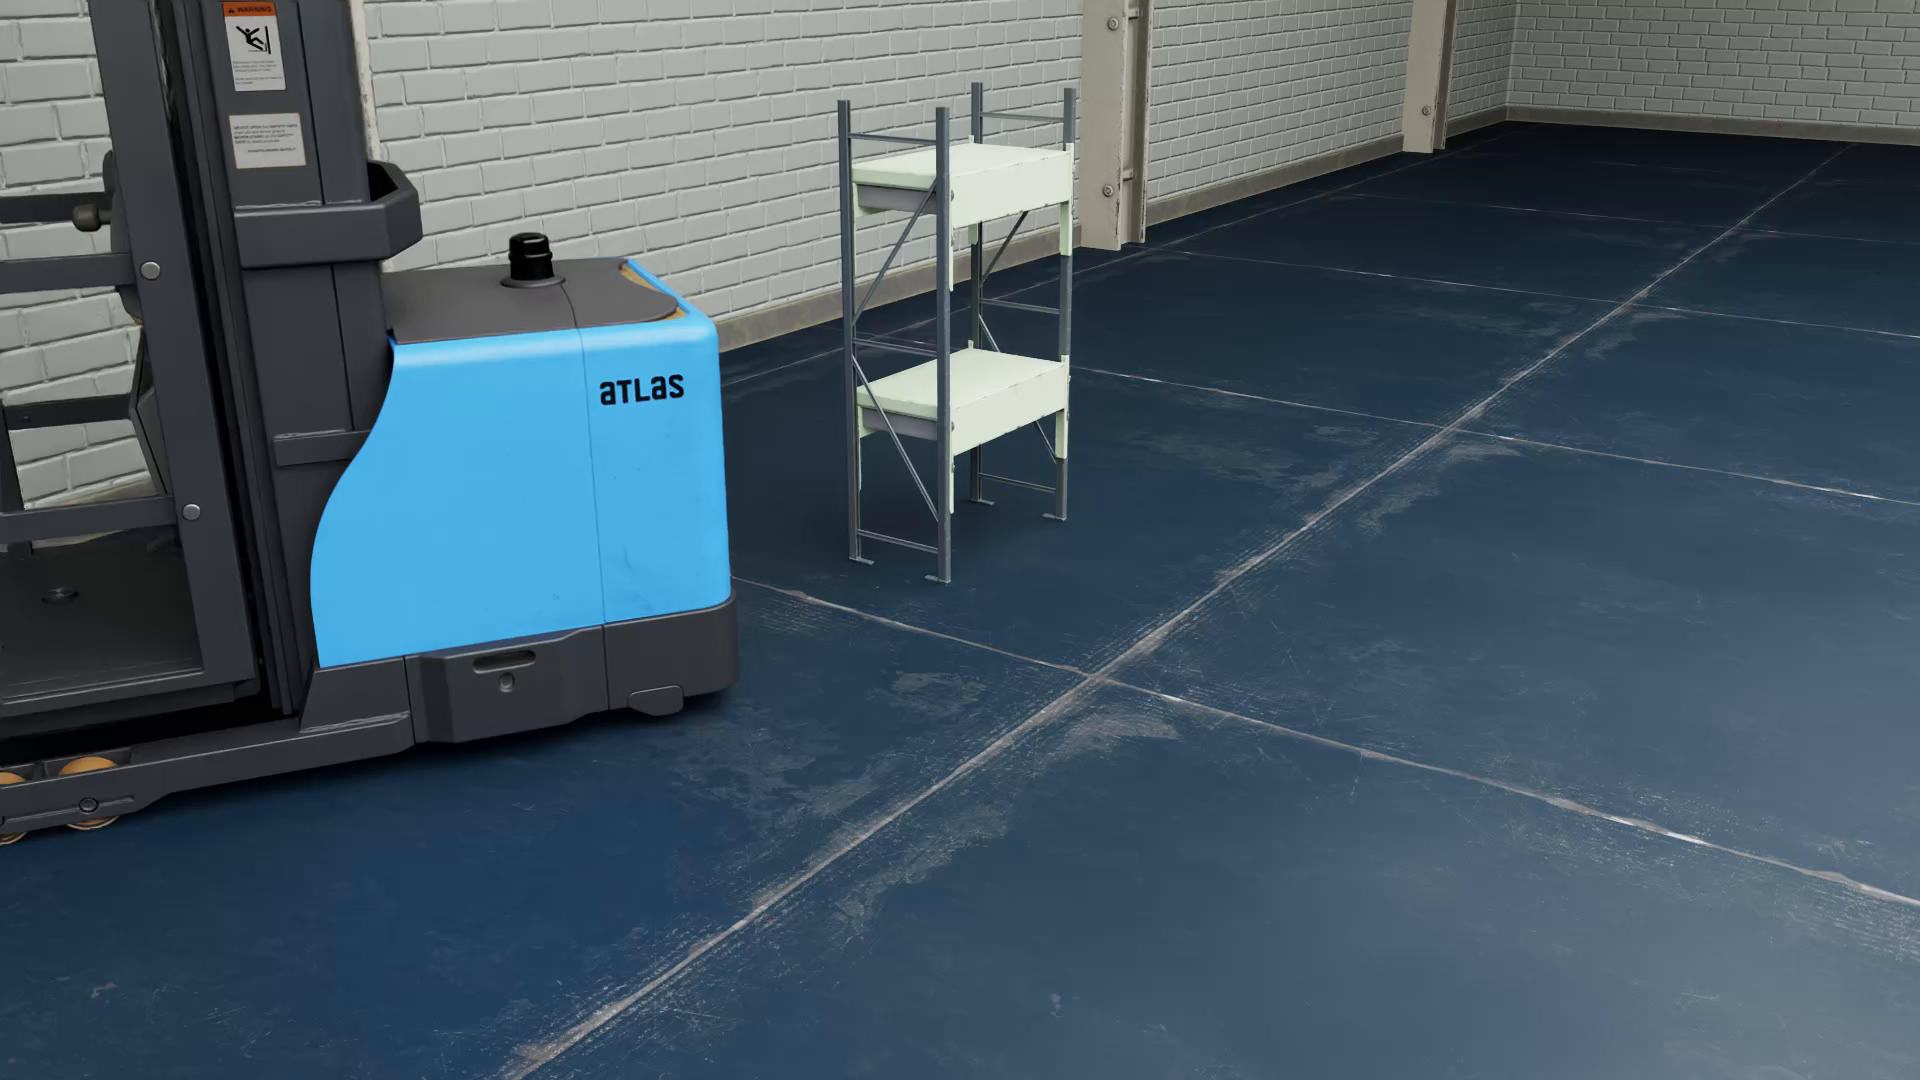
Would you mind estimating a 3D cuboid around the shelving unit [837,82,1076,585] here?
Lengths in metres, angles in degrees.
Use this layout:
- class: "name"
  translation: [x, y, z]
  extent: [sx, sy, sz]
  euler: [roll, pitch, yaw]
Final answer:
- class: "shelving unit"
  translation: [0.004, -0.705, 5.510]
  extent: [0.431, 1.500, 0.755]
  euler: [13, 24, 32]

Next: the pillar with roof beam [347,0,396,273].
- class: "pillar with roof beam"
  translation: [1.197, -3.640, 2.635]
  extent: [9.100, 9.000, 0.400]
  euler: [13, 24, 32]

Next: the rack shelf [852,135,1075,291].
- class: "rack shelf"
  translation: [0.004, -1.071, 5.375]
  extent: [0.431, 0.370, 0.720]
  euler: [13, 24, 32]

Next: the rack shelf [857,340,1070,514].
- class: "rack shelf"
  translation: [0.004, -0.400, 5.623]
  extent: [0.431, 0.370, 0.720]
  euler: [13, 24, 32]

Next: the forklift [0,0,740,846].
- class: "forklift"
  translation: [-2.168, -0.874, 3.902]
  extent: [3.031, 2.935, 1.130]
  euler: [-8, 22, -22]

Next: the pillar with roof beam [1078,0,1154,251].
- class: "pillar with roof beam"
  translation: [4.570, -5.362, 7.290]
  extent: [9.100, 9.000, 0.400]
  euler: [13, 24, 32]

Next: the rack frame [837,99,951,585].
- class: "rack frame"
  translation: [-0.202, -0.600, 5.226]
  extent: [0.400, 1.500, 0.023]
  euler: [13, 24, 32]

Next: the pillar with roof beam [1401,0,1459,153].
- class: "pillar with roof beam"
  translation: [7.943, -7.083, 11.944]
  extent: [9.100, 9.000, 0.400]
  euler: [13, 24, 32]

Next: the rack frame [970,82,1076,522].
- class: "rack frame"
  translation: [0.209, -0.810, 5.794]
  extent: [0.400, 1.500, 0.023]
  euler: [13, 24, 32]
